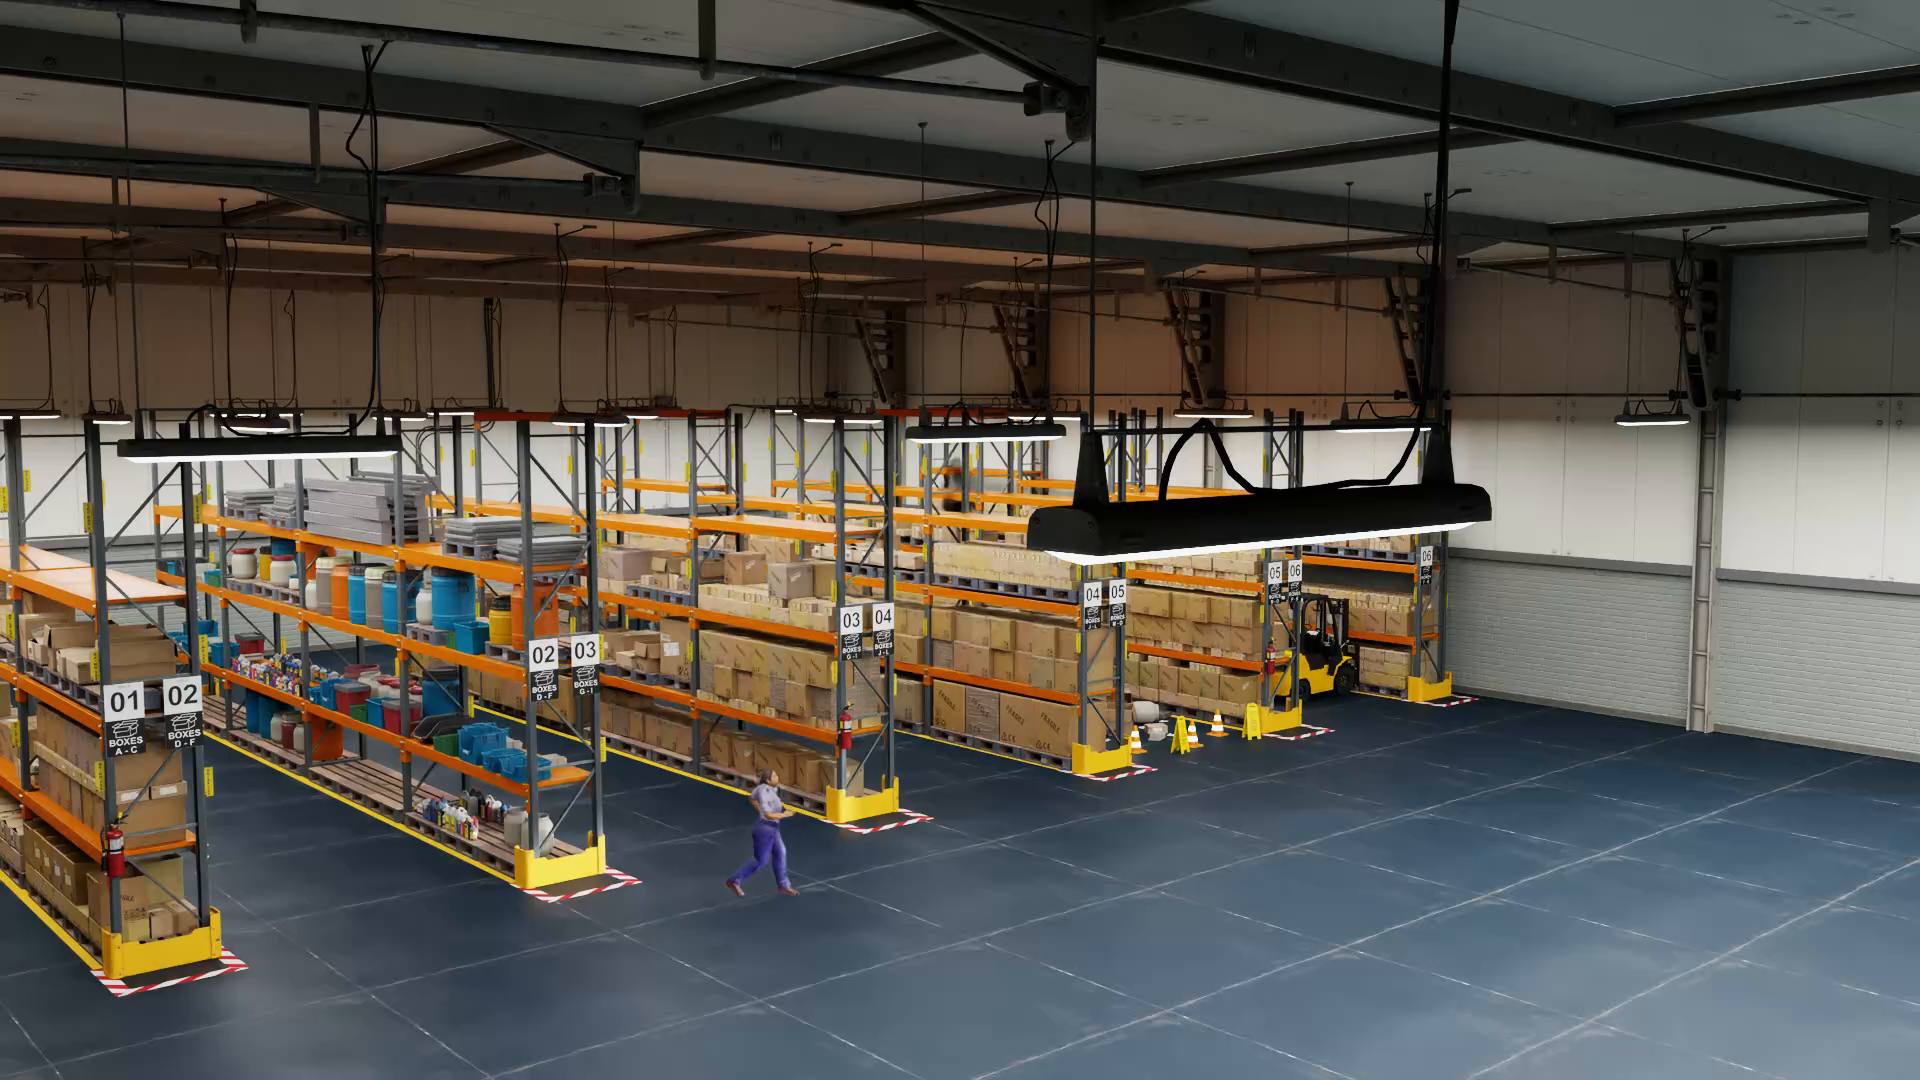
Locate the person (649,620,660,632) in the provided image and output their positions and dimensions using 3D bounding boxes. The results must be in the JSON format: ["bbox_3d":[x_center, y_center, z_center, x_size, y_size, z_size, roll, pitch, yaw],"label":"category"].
[{"bbox_3d":[-7.628,1.748,42.240,0.889,1.773,0.687,-3,6,-33],"label":"person"}]

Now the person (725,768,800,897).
[{"bbox_3d":[-2.481,3.689,20.852,0.933,1.672,0.615,-1,5,-9],"label":"person"}]
